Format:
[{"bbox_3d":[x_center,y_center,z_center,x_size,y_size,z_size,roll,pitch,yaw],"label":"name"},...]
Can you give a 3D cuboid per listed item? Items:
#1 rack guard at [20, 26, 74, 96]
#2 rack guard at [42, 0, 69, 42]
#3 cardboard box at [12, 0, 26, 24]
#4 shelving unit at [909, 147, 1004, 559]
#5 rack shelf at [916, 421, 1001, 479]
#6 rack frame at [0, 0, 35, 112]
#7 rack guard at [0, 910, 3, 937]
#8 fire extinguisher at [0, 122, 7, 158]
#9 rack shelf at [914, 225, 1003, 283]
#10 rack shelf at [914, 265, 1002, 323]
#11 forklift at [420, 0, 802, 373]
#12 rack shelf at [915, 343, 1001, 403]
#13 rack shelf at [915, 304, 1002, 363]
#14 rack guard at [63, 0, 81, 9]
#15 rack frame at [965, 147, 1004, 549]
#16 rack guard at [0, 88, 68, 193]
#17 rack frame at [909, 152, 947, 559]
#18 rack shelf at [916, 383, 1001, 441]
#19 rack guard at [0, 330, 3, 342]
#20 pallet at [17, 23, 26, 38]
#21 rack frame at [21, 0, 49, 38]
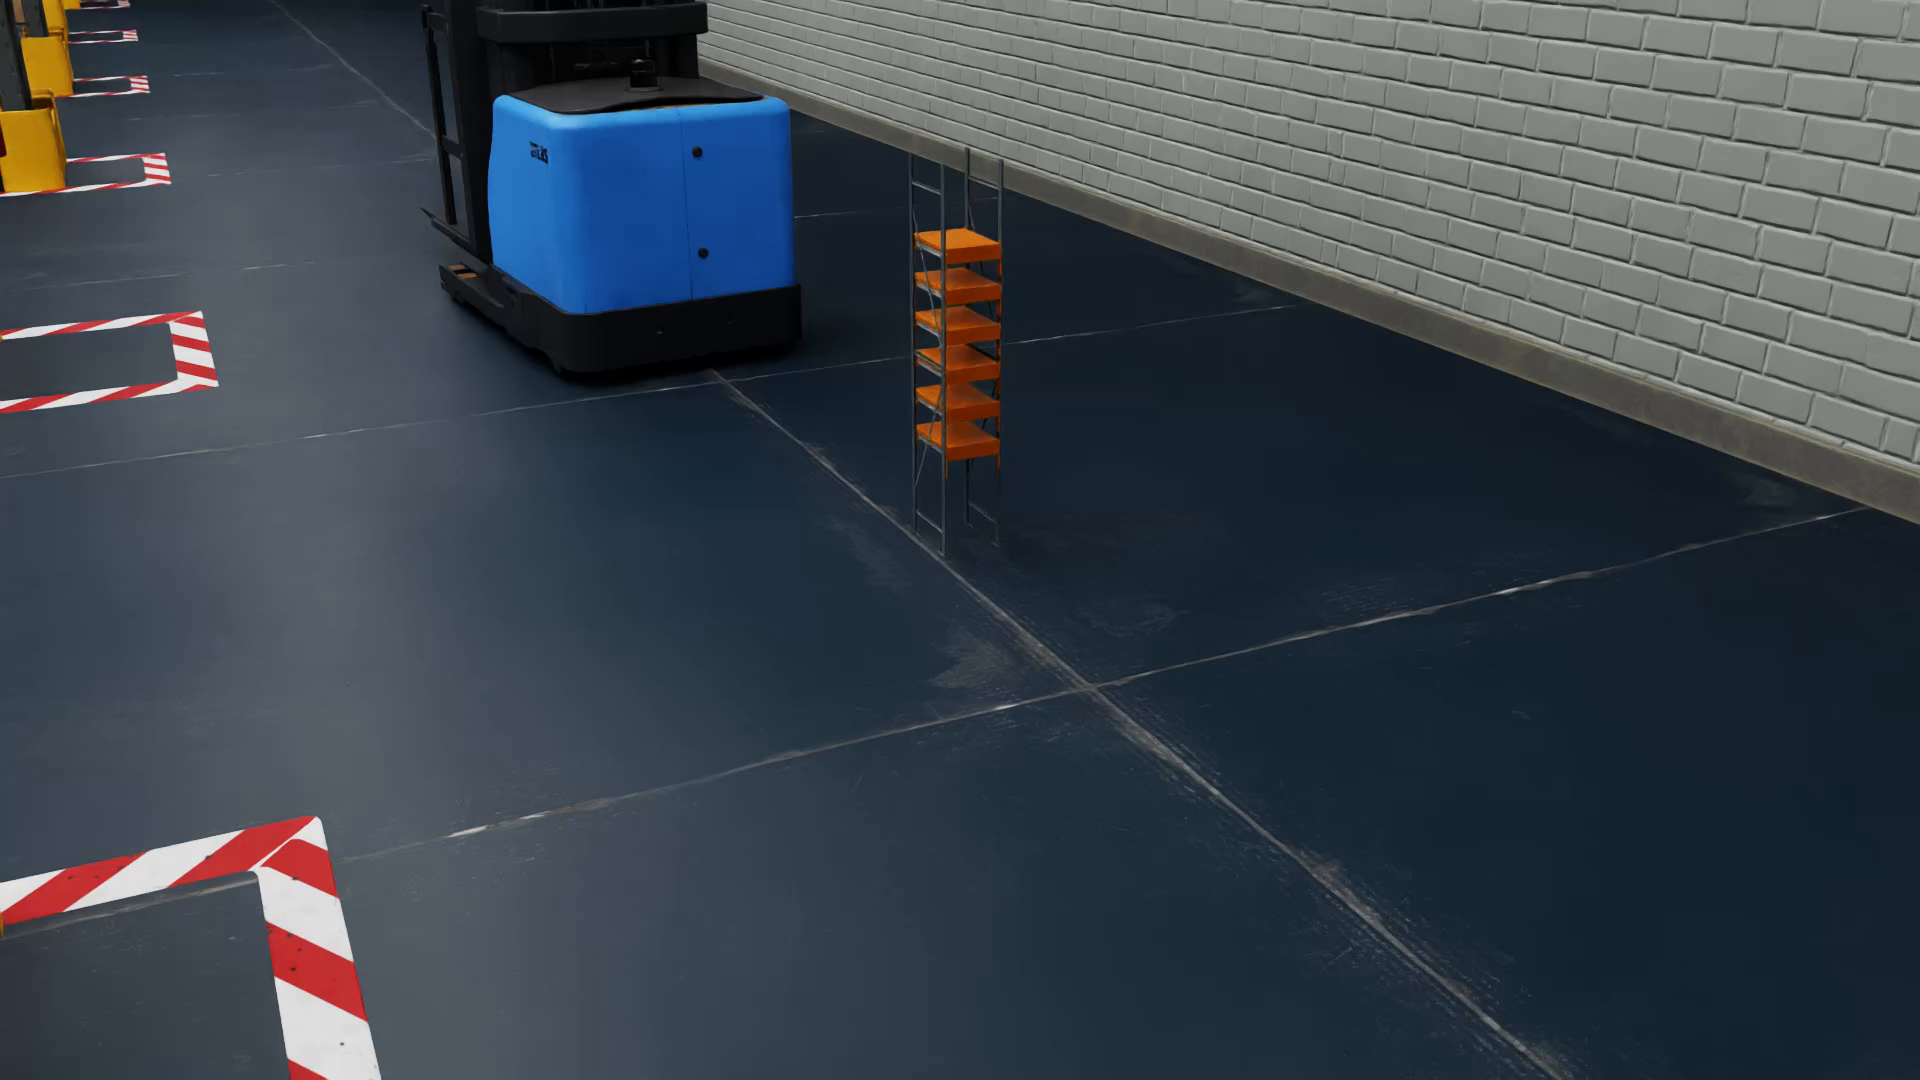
[{"bbox_3d":[-8.328,-4.376,15.168,0.348,0.500,1.175,-10,25,-24],"label":"rack guard"},{"bbox_3d":[-10.557,-6.063,19.243,0.348,0.500,1.175,-10,25,-24],"label":"rack guard"},{"bbox_3d":[-10.872,-6.104,18.766,0.500,0.500,0.500,-10,25,-24],"label":"cardboard box"},{"bbox_3d":[-0.013,-0.552,5.015,0.189,1.200,0.258,-10,25,-24],"label":"shelving unit"},{"bbox_3d":[-0.013,-0.289,5.124,0.180,0.103,0.258,-10,25,-24],"label":"rack shelf"},{"bbox_3d":[-6.195,-3.816,10.546,0.127,3.000,1.000,-10,25,-24],"label":"rack frame"},{"bbox_3d":[-1.876,0.751,2.783,0.348,0.500,1.175,-10,25,-24],"label":"rack guard"},{"bbox_3d":[-3.708,-1.764,6.179,0.183,0.674,0.296,-10,25,-24],"label":"fire extinguisher"},{"bbox_3d":[-0.013,-0.844,4.894,0.180,0.103,0.258,-10,25,-24],"label":"rack shelf"},{"bbox_3d":[-0.013,-0.733,4.940,0.180,0.103,0.258,-10,25,-24],"label":"rack shelf"},{"bbox_3d":[-1.872,-2.544,7.564,1.130,2.935,3.031,-13,26,-28],"label":"forklift"},{"bbox_3d":[-0.013,-0.511,5.032,0.180,0.103,0.258,-10,25,-24],"label":"rack shelf"},{"bbox_3d":[-0.013,-0.622,4.986,0.180,0.103,0.258,-10,25,-24],"label":"rack shelf"},{"bbox_3d":[-12.619,-7.786,23.405,0.348,0.500,1.175,-10,25,-24],"label":"rack guard"},{"bbox_3d":[0.069,-0.567,5.051,0.006,1.200,0.240,-10,25,-24],"label":"rack frame"},{"bbox_3d":[-6.174,-2.665,11.034,0.348,0.500,1.175,-10,25,-24],"label":"rack guard"},{"bbox_3d":[-0.095,-0.537,4.978,0.006,1.200,0.240,-10,25,-24],"label":"rack frame"},{"bbox_3d":[-0.013,-0.400,5.078,0.180,0.103,0.258,-10,25,-24],"label":"rack shelf"},{"bbox_3d":[-4.204,-0.922,6.824,0.348,0.500,1.175,-10,25,-24],"label":"rack guard"},{"bbox_3d":[-11.275,-5.797,18.978,1.213,0.211,1.003,-10,25,-24],"label":"pallet"},{"bbox_3d":[-8.344,-5.523,14.670,0.127,3.000,1.000,-10,25,-24],"label":"rack frame"}]
